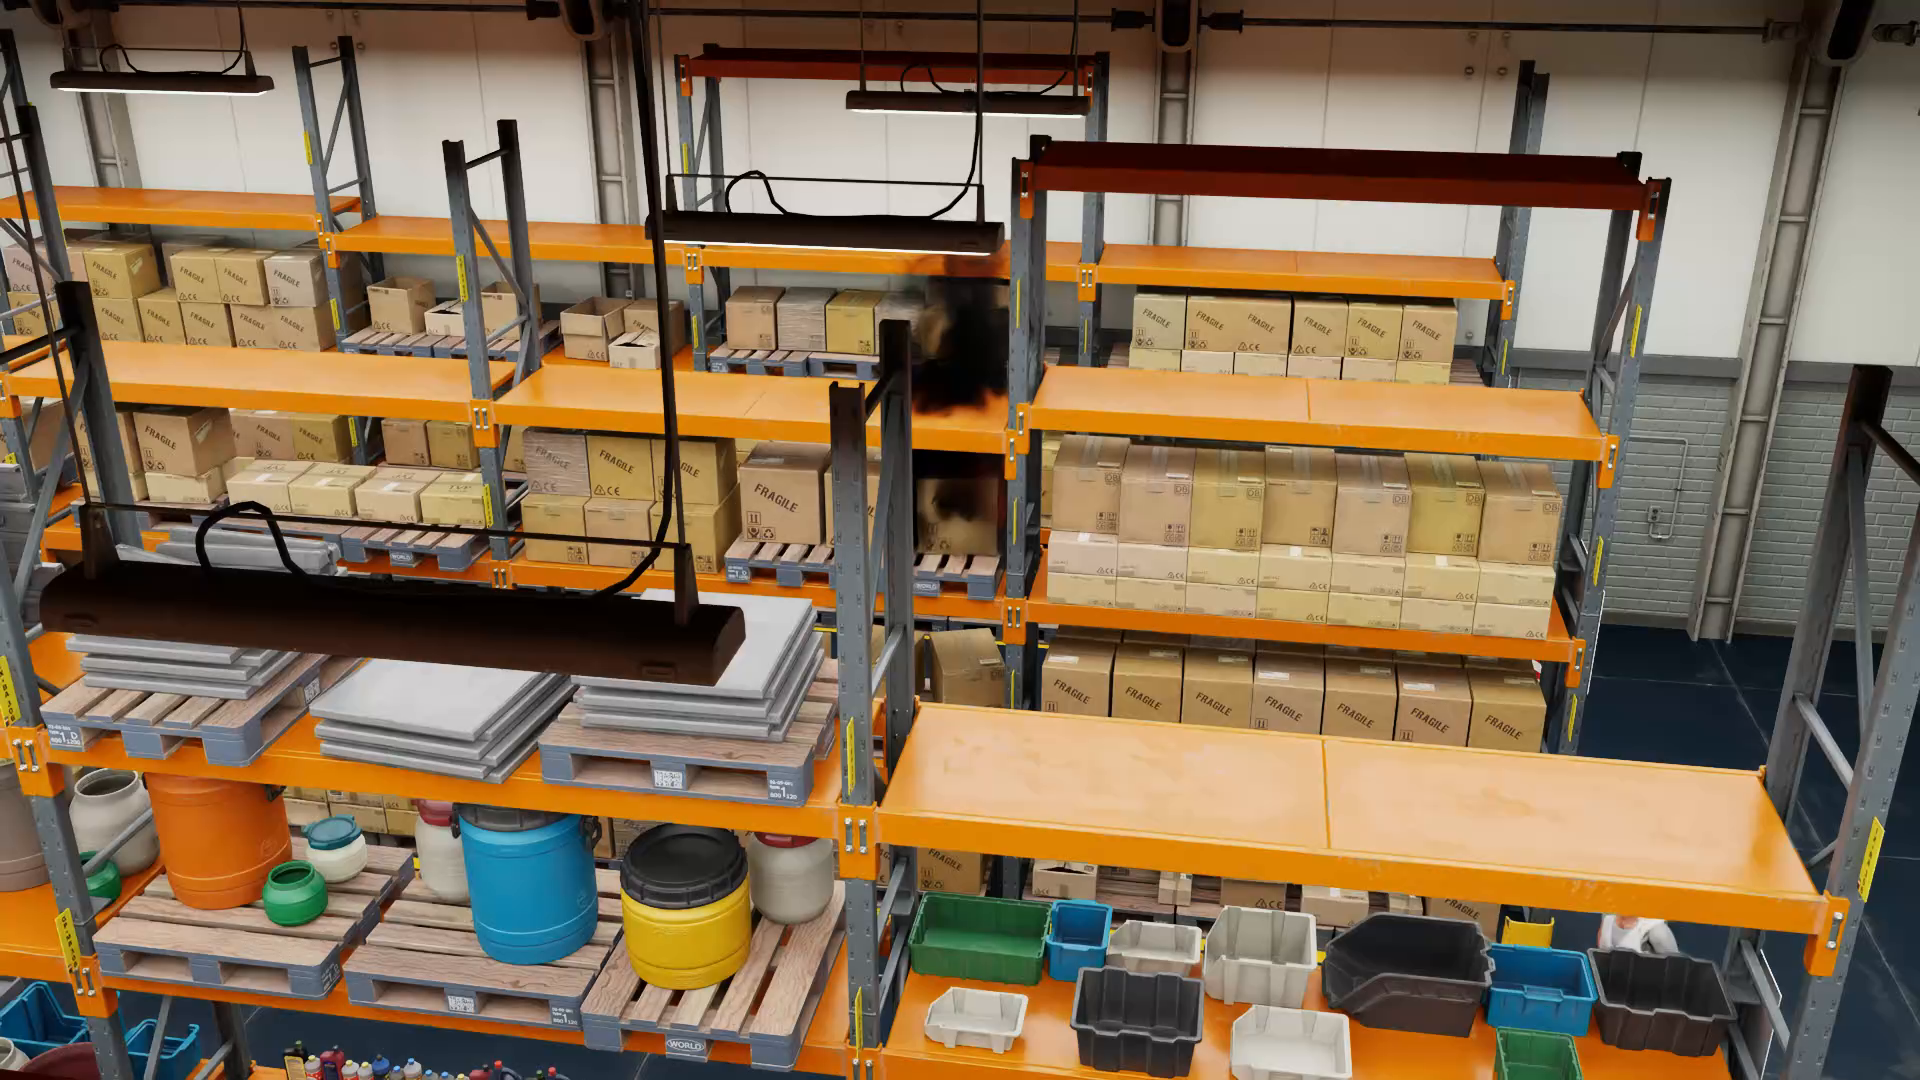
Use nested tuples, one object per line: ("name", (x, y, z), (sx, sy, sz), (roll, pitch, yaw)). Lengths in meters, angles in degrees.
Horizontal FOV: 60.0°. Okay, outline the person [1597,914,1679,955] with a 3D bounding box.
("person", (4.425, 2.991, 11.140), (0.562, 1.709, 0.661), (-15, 27, -31))
